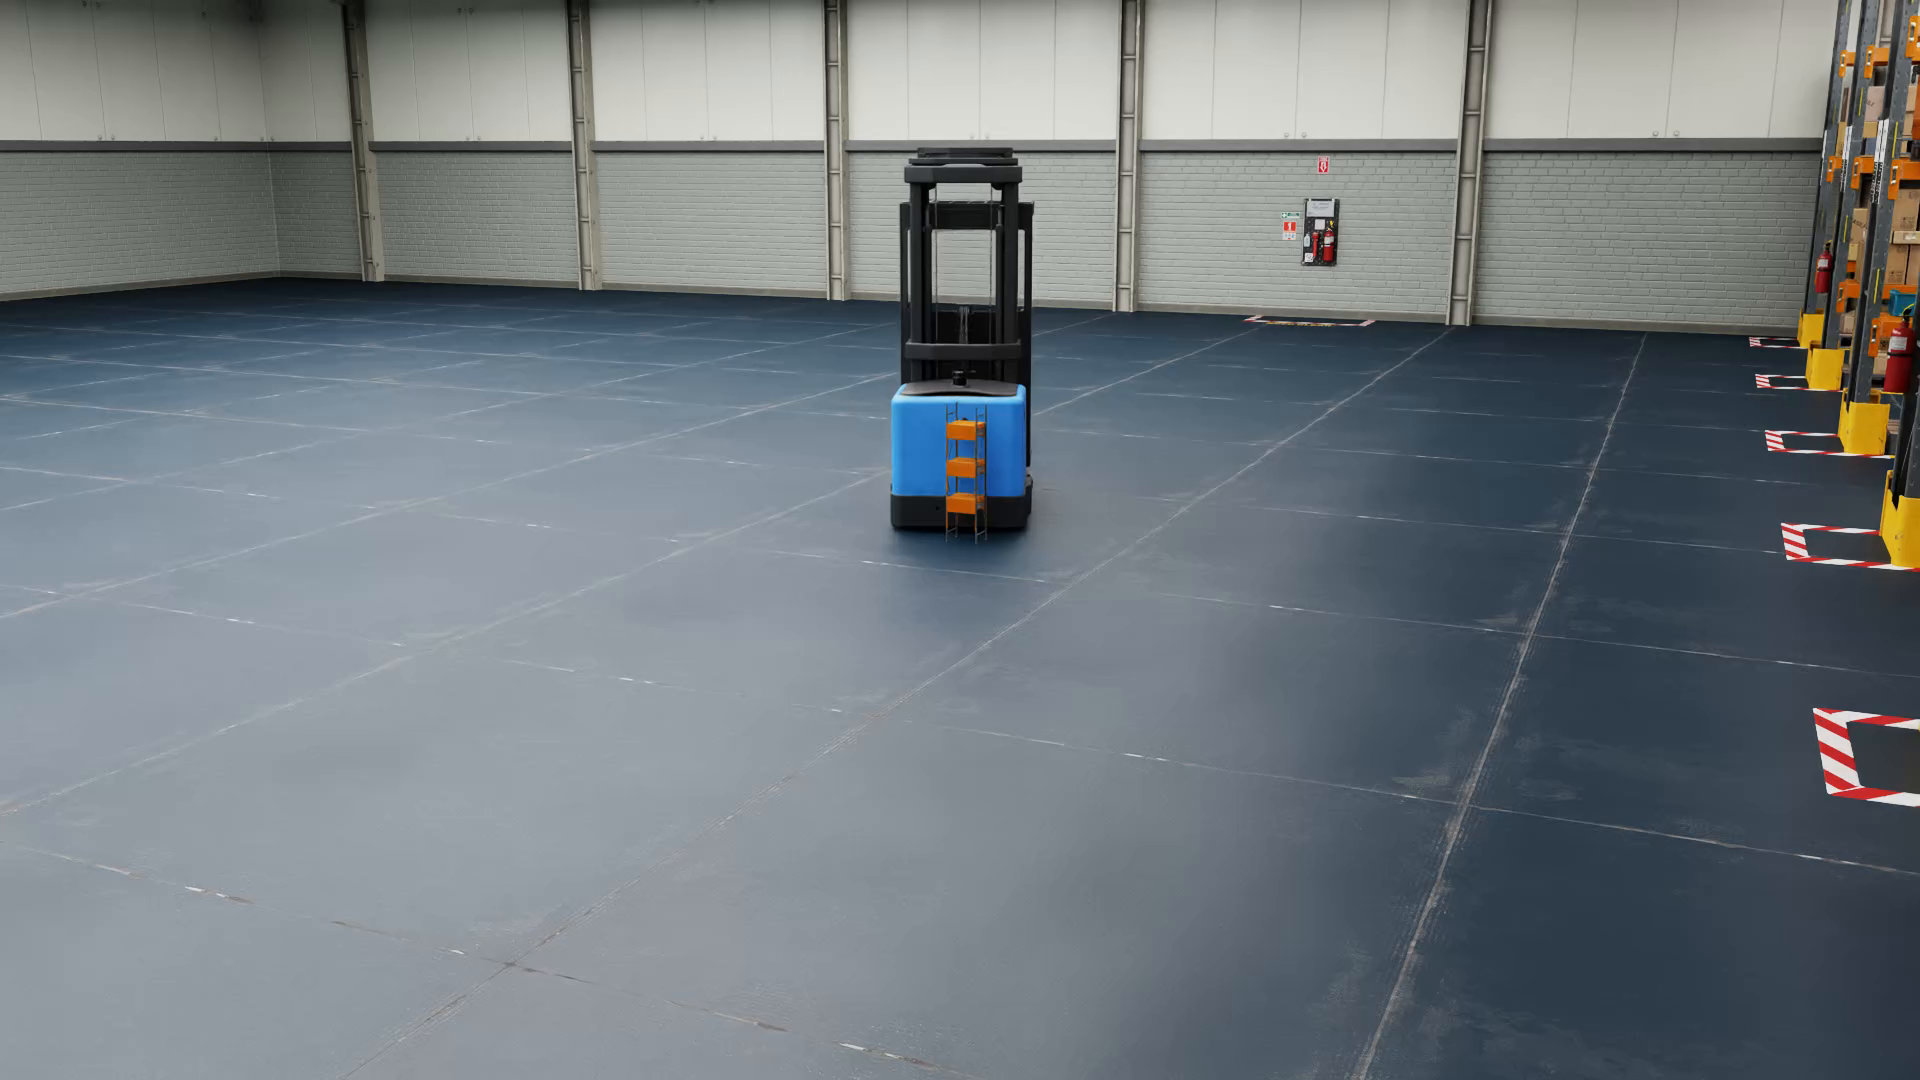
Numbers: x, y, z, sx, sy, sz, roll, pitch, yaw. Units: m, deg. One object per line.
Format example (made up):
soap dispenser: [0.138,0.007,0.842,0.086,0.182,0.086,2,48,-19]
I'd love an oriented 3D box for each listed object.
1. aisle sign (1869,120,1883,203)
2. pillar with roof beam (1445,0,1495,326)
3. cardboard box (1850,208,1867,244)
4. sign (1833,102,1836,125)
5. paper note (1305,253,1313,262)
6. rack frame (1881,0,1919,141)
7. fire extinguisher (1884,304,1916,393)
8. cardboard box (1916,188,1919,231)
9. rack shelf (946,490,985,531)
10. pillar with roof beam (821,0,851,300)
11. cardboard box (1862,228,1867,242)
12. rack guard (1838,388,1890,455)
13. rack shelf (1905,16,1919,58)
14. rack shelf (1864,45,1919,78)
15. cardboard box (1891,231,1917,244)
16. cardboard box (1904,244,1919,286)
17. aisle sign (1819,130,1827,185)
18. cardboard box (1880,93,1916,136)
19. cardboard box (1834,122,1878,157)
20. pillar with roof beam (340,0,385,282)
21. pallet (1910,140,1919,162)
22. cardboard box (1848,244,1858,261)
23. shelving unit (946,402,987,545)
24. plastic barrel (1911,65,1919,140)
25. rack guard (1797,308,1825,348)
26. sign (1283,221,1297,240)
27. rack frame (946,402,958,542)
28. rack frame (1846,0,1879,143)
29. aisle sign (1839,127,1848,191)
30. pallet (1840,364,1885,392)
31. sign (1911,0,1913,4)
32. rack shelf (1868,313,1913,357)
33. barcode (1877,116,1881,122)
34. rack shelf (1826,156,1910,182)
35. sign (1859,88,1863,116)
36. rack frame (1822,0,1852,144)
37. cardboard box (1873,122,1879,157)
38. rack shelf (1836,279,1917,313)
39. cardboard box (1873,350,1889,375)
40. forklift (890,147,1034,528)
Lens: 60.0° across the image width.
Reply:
aisle sign: [9.092,-3.755,16.500,0.004,0.787,0.394,6,14,23]
pillar with roof beam: [6.811,-7.182,23.665,0.400,9.000,9.100,6,14,23]
cardboard box: [13.365,-4.685,24.796,0.500,0.500,0.500,6,14,23]
sign: [12.830,-6.262,24.397,0.005,0.325,0.100,6,14,23]
paper note: [6.177,-4.999,29.423,0.142,0.148,0.016,6,14,23]
rack frame: [9.037,-5.341,15.819,0.127,3.000,1.000,6,14,23]
fire extinguisher: [7.113,-1.455,12.559,0.183,0.674,0.296,6,14,23]
cardboard box: [12.000,-4.037,20.333,0.500,0.500,0.700,5,14,22]
rack shelf: [0.049,-0.225,12.680,0.240,0.259,0.215,6,14,23]
pillar with roof beam: [-4.161,-8.293,28.397,0.400,9.000,9.100,6,14,23]
cardboard box: [11.474,-3.824,20.845,0.250,0.149,0.380,6,14,22]
rack guard: [9.126,-1.206,16.802,0.348,0.500,1.175,6,14,23]
rack shelf: [10.866,-4.611,15.158,4.000,0.370,1.077,6,14,23]
rack shelf: [12.876,-5.645,19.566,4.000,0.370,1.077,6,14,23]
cardboard box: [11.561,-3.714,20.378,0.250,0.149,0.380,5,14,22]
cardboard box: [11.951,-3.410,20.502,0.500,0.500,0.700,6,15,25]
aisle sign: [12.863,-5.699,24.787,0.004,0.787,0.394,6,14,23]
cardboard box: [11.571,-5.184,20.263,0.637,0.503,0.797,7,15,27]
cardboard box: [13.255,-5.925,24.612,0.500,0.500,0.500,6,15,25]
pillar with roof beam: [-15.132,-9.403,33.129,0.400,9.000,9.100,6,14,23]
pallet: [9.754,-3.692,15.770,1.213,0.211,1.003,6,14,23]
cardboard box: [13.368,-4.315,24.862,0.500,0.250,0.500,5,14,22]
shelving unit: [0.049,-0.506,12.614,0.252,1.050,0.215,6,14,23]
plastic barrel: [9.533,-4.276,15.986,0.708,0.830,0.600,6,14,23]
rack guard: [13.120,-3.266,25.578,0.348,0.500,1.175,6,14,23]
sign: [5.847,-5.488,29.497,0.234,0.329,0.001,6,14,23]
rack frame: [-0.063,-0.517,12.662,0.008,1.050,0.200,6,14,23]
rack frame: [11.047,-6.375,20.226,0.127,3.000,1.000,6,14,23]
aisle sign: [11.106,-4.788,20.902,0.004,0.787,0.394,6,14,23]
pallet: [11.763,-2.035,20.966,1.213,0.211,1.003,6,14,23]
sign: [8.810,-5.125,15.355,0.005,0.325,0.100,6,14,23]
rack shelf: [10.866,-1.885,15.798,4.000,0.370,1.077,6,14,23]
barcode: [11.518,-5.270,20.813,0.075,0.075,0.001,6,14,23]
rack shelf: [14.879,-5.415,24.273,4.000,0.370,1.077,6,14,23]
sign: [10.817,-5.264,19.968,0.005,0.325,0.100,6,14,23]
rack frame: [13.050,-7.410,24.637,0.127,3.000,1.000,6,14,23]
cardboard box: [13.534,-6.023,25.027,0.500,0.500,0.500,7,15,27]
rack shelf: [12.876,-2.919,20.205,4.000,0.370,1.077,6,14,23]
cardboard box: [11.447,-2.224,20.768,0.500,0.250,0.500,6,14,23]
forklift: [0.065,-1.805,14.031,1.130,2.935,3.031,1,13,3]
